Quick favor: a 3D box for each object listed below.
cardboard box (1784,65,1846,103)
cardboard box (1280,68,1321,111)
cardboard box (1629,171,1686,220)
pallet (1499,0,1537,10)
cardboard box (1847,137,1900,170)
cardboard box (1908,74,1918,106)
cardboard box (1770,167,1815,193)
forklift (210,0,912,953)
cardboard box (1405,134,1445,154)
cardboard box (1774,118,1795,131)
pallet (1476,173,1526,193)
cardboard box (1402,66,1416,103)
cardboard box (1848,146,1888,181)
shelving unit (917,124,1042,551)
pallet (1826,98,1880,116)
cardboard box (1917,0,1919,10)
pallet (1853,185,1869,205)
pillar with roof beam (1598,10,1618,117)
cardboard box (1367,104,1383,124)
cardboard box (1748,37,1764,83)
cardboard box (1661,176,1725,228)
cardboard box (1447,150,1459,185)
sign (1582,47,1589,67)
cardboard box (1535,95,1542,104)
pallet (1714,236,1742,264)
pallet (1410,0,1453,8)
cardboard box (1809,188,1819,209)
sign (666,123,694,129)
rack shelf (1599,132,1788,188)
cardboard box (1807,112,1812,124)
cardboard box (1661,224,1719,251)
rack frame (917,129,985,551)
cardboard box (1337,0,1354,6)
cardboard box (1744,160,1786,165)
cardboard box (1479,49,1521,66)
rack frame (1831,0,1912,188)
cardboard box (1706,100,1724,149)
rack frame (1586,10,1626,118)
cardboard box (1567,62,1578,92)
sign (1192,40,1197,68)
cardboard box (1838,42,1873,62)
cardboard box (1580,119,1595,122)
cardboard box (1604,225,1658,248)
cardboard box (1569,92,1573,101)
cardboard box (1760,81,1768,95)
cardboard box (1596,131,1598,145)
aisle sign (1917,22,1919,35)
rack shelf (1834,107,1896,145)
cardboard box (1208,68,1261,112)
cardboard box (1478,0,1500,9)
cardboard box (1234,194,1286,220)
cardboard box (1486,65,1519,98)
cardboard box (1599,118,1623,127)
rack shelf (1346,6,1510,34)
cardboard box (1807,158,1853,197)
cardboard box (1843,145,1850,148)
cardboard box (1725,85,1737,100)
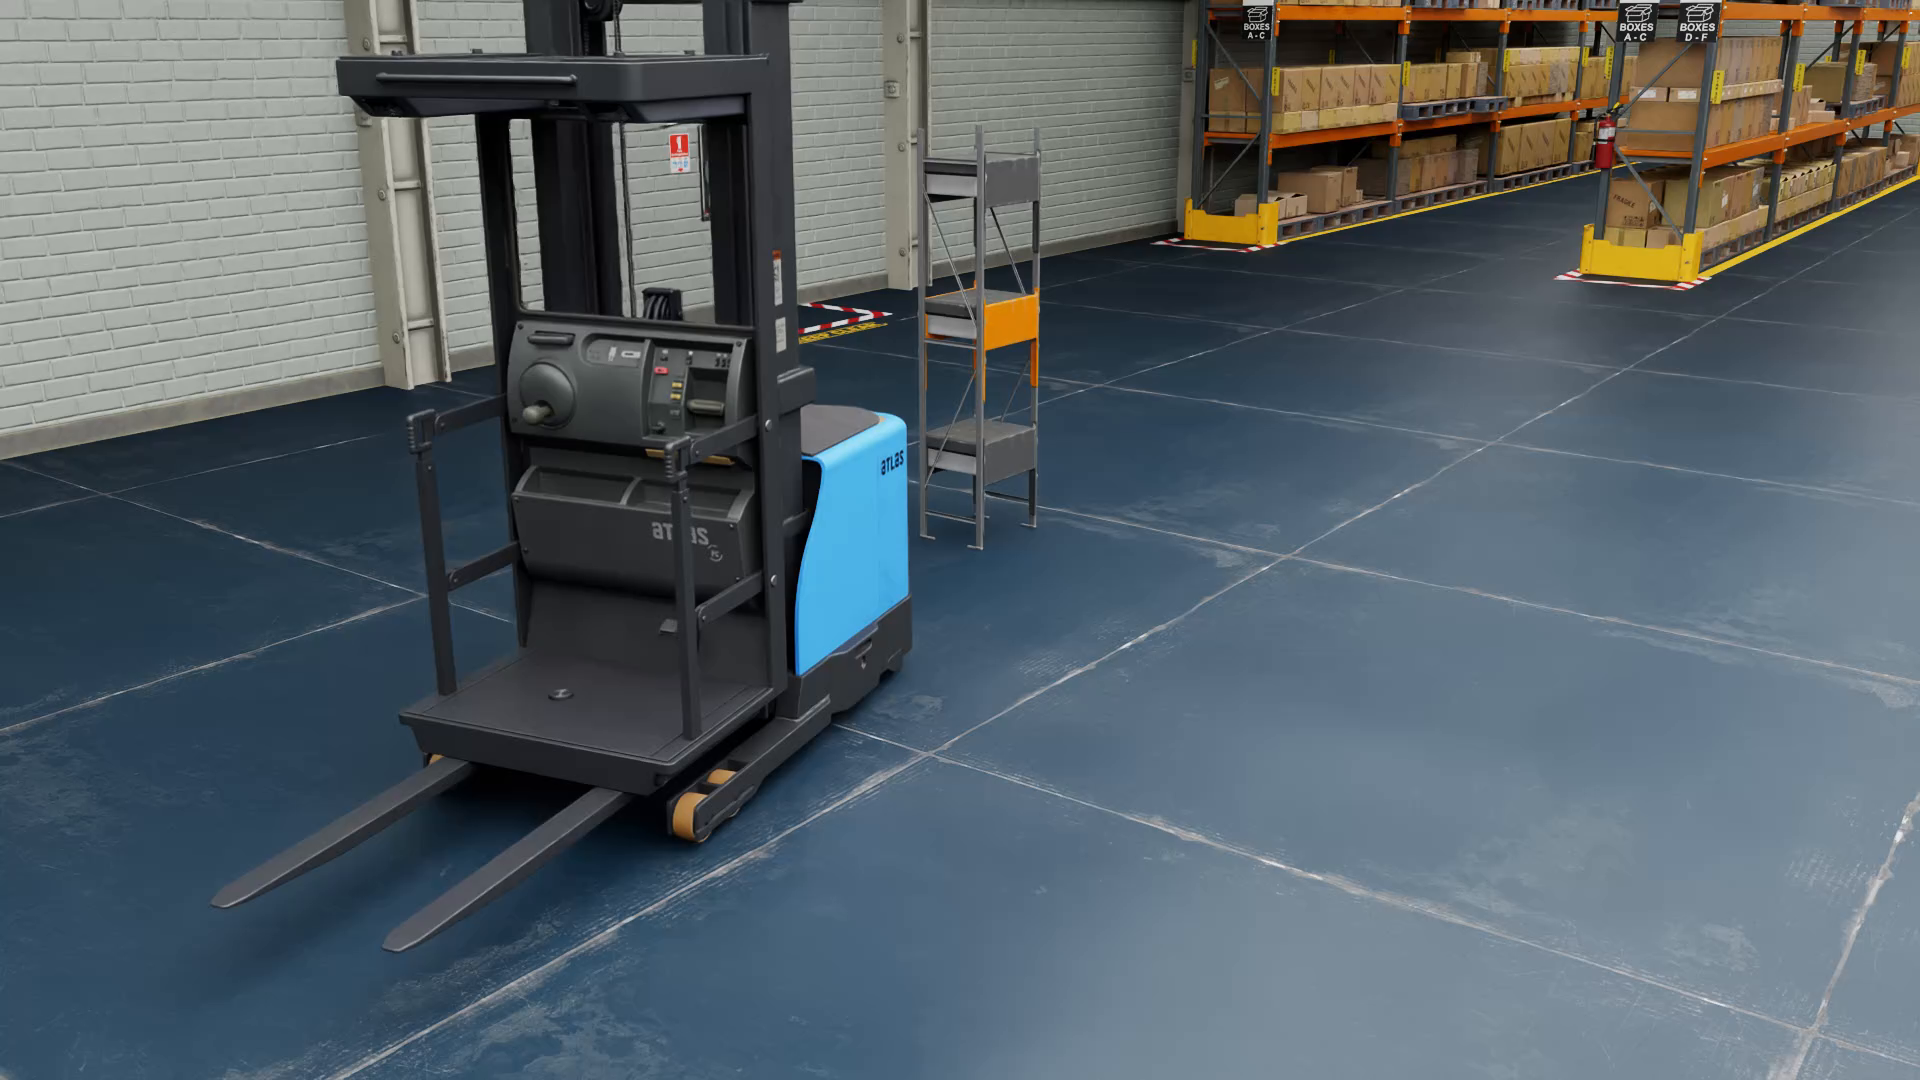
[{"bbox_3d":[12.361,-6.608,24.089,0.700,0.500,0.500,5,18,16],"label":"cardboard box"},{"bbox_3d":[4.157,-5.632,20.776,0.500,0.500,0.500,12,21,35],"label":"cardboard box"},{"bbox_3d":[7.974,-3.951,19.074,0.500,0.500,0.500,12,21,35],"label":"cardboard box"},{"bbox_3d":[8.437,-8.570,26.542,1.213,0.211,1.003,14,22,37],"label":"pallet"},{"bbox_3d":[15.575,-6.609,28.436,0.797,0.503,0.637,12,21,35],"label":"cardboard box"},{"bbox_3d":[15.584,-7.505,27.685,0.500,0.500,0.500,12,21,34],"label":"cardboard box"},{"bbox_3d":[11.054,-4.813,22.169,0.500,0.311,0.500,13,22,36],"label":"cardboard box"},{"bbox_3d":[-1.232,-0.538,5.535,1.130,2.935,3.031,7,19,21],"label":"forklift"},{"bbox_3d":[7.016,-6.010,25.249,0.500,0.250,0.500,12,21,34],"label":"cardboard box"},{"bbox_3d":[10.385,-5.292,21.152,0.380,0.149,0.250,12,21,35],"label":"cardboard box"},{"bbox_3d":[8.626,-5.907,27.411,1.003,0.211,1.213,12,21,35],"label":"pallet"},{"bbox_3d":[6.043,-6.485,23.658,0.700,0.500,0.500,12,21,35],"label":"cardboard box"},{"bbox_3d":[14.396,-5.991,26.451,0.500,0.500,0.500,12,21,34],"label":"cardboard box"},{"bbox_3d":[0.099,-1.042,8.559,0.431,2.100,0.503,12,21,35],"label":"shelving unit"},{"bbox_3d":[13.231,-6.562,25.142,1.003,0.211,1.213,12,21,35],"label":"pallet"},{"bbox_3d":[15.249,-8.694,26.878,0.500,0.250,0.500,12,21,35],"label":"cardboard box"},{"bbox_3d":[13.279,-5.319,25.516,1.003,0.211,1.213,12,21,35],"label":"pallet"},{"bbox_3d":[17.234,-11.870,31.795,9.100,9.000,0.400,12,21,35],"label":"pillar with roof beam"},{"bbox_3d":[5.370,-5.766,22.473,0.500,0.250,0.500,13,21,35],"label":"cardboard box"},{"bbox_3d":[8.835,-5.558,19.228,0.700,0.500,0.500,12,21,35],"label":"cardboard box"},{"bbox_3d":[8.104,-3.738,18.387,0.500,0.500,0.500,12,21,35],"label":"cardboard box"},{"bbox_3d":[7.308,-5.798,25.830,0.700,0.500,0.500,12,21,35],"label":"cardboard box"},{"bbox_3d":[10.921,-8.439,29.042,0.100,0.325,0.005,12,21,35],"label":"sign"},{"bbox_3d":[9.545,-7.420,27.970,0.380,0.149,0.250,13,22,36],"label":"cardboard box"},{"bbox_3d":[8.459,-3.432,19.439,1.003,0.211,1.213,12,21,35],"label":"pallet"},{"bbox_3d":[6.166,-7.583,23.363,1.213,0.211,1.003,12,21,35],"label":"pallet"},{"bbox_3d":[11.352,-4.666,22.641,0.500,0.250,0.500,13,21,36],"label":"cardboard box"},{"bbox_3d":[-2.429,-3.624,14.402,0.001,0.109,0.331,12,21,35],"label":"sign"},{"bbox_3d":[8.501,-4.417,19.124,1.077,0.370,4.000,12,21,35],"label":"rack shelf"},{"bbox_3d":[11.362,-5.756,22.646,0.380,0.149,0.250,14,22,39],"label":"cardboard box"},{"bbox_3d":[8.103,-3.380,18.499,0.500,0.250,0.500,12,21,35],"label":"cardboard box"},{"bbox_3d":[-0.047,-0.984,8.372,0.400,2.100,0.015,12,21,35],"label":"rack frame"},{"bbox_3d":[4.686,-7.062,21.166,0.500,0.500,0.500,14,22,38],"label":"cardboard box"},{"bbox_3d":[11.222,-5.146,23.239,0.500,0.311,0.500,12,21,33],"label":"cardboard box"},{"bbox_3d":[8.590,-7.691,26.486,0.500,0.250,0.500,13,22,36],"label":"cardboard box"},{"bbox_3d":[14.460,-7.143,26.687,1.000,3.000,0.127,12,21,35],"label":"rack frame"},{"bbox_3d":[7.907,-4.567,18.225,0.700,0.500,0.500,13,22,36],"label":"cardboard box"},{"bbox_3d":[12.862,-8.970,32.571,1.000,3.000,0.127,12,21,35],"label":"rack frame"},{"bbox_3d":[10.406,-8.062,28.944,0.500,0.500,0.500,12,21,34],"label":"cardboard box"},{"bbox_3d":[2.895,-5.966,20.412,0.100,0.325,0.005,12,21,35],"label":"sign"},{"bbox_3d":[14.553,-7.834,27.059,0.500,0.500,0.500,13,21,35],"label":"cardboard box"},{"bbox_3d":[11.838,-7.926,31.623,0.380,0.149,0.250,13,21,35],"label":"cardboard box"},{"bbox_3d":[7.392,-3.352,18.408,0.500,0.250,0.500,12,21,35],"label":"cardboard box"},{"bbox_3d":[10.505,-7.776,29.117,0.380,0.149,0.250,13,21,35],"label":"cardboard box"},{"bbox_3d":[9.244,-5.308,19.517,0.380,0.149,0.250,12,21,35],"label":"cardboard box"},{"bbox_3d":[11.616,-7.425,31.103,0.700,0.500,0.500,13,21,36],"label":"cardboard box"},{"bbox_3d":[17.130,-9.299,29.248,0.394,0.787,0.004,12,21,35],"label":"aisle sign"},{"bbox_3d":[13.268,-6.323,25.260,1.077,0.370,4.000,12,21,35],"label":"rack shelf"},{"bbox_3d":[3.439,-5.605,20.690,0.500,0.500,0.500,12,21,34],"label":"cardboard box"},{"bbox_3d":[7.883,-8.245,25.295,0.500,0.311,0.500,12,21,35],"label":"cardboard box"},{"bbox_3d":[3.813,-4.234,21.112,0.500,0.311,0.500,10,20,29],"label":"cardboard box"},{"bbox_3d":[8.591,-7.334,26.600,0.500,0.500,0.500,13,22,36],"label":"cardboard box"},{"bbox_3d":[12.444,-7.978,31.791,0.380,0.149,0.250,13,22,36],"label":"cardboard box"},{"bbox_3d":[6.904,-7.677,24.563,1.077,0.370,4.000,12,21,35],"label":"rack shelf"},{"bbox_3d":[12.577,-5.264,24.111,0.500,0.500,0.500,14,22,37],"label":"cardboard box"},{"bbox_3d":[13.976,-6.087,26.760,0.500,0.500,0.500,11,21,32],"label":"cardboard box"},{"bbox_3d":[8.330,-4.944,18.344,0.380,0.149,0.250,12,21,33],"label":"cardboard box"}]
